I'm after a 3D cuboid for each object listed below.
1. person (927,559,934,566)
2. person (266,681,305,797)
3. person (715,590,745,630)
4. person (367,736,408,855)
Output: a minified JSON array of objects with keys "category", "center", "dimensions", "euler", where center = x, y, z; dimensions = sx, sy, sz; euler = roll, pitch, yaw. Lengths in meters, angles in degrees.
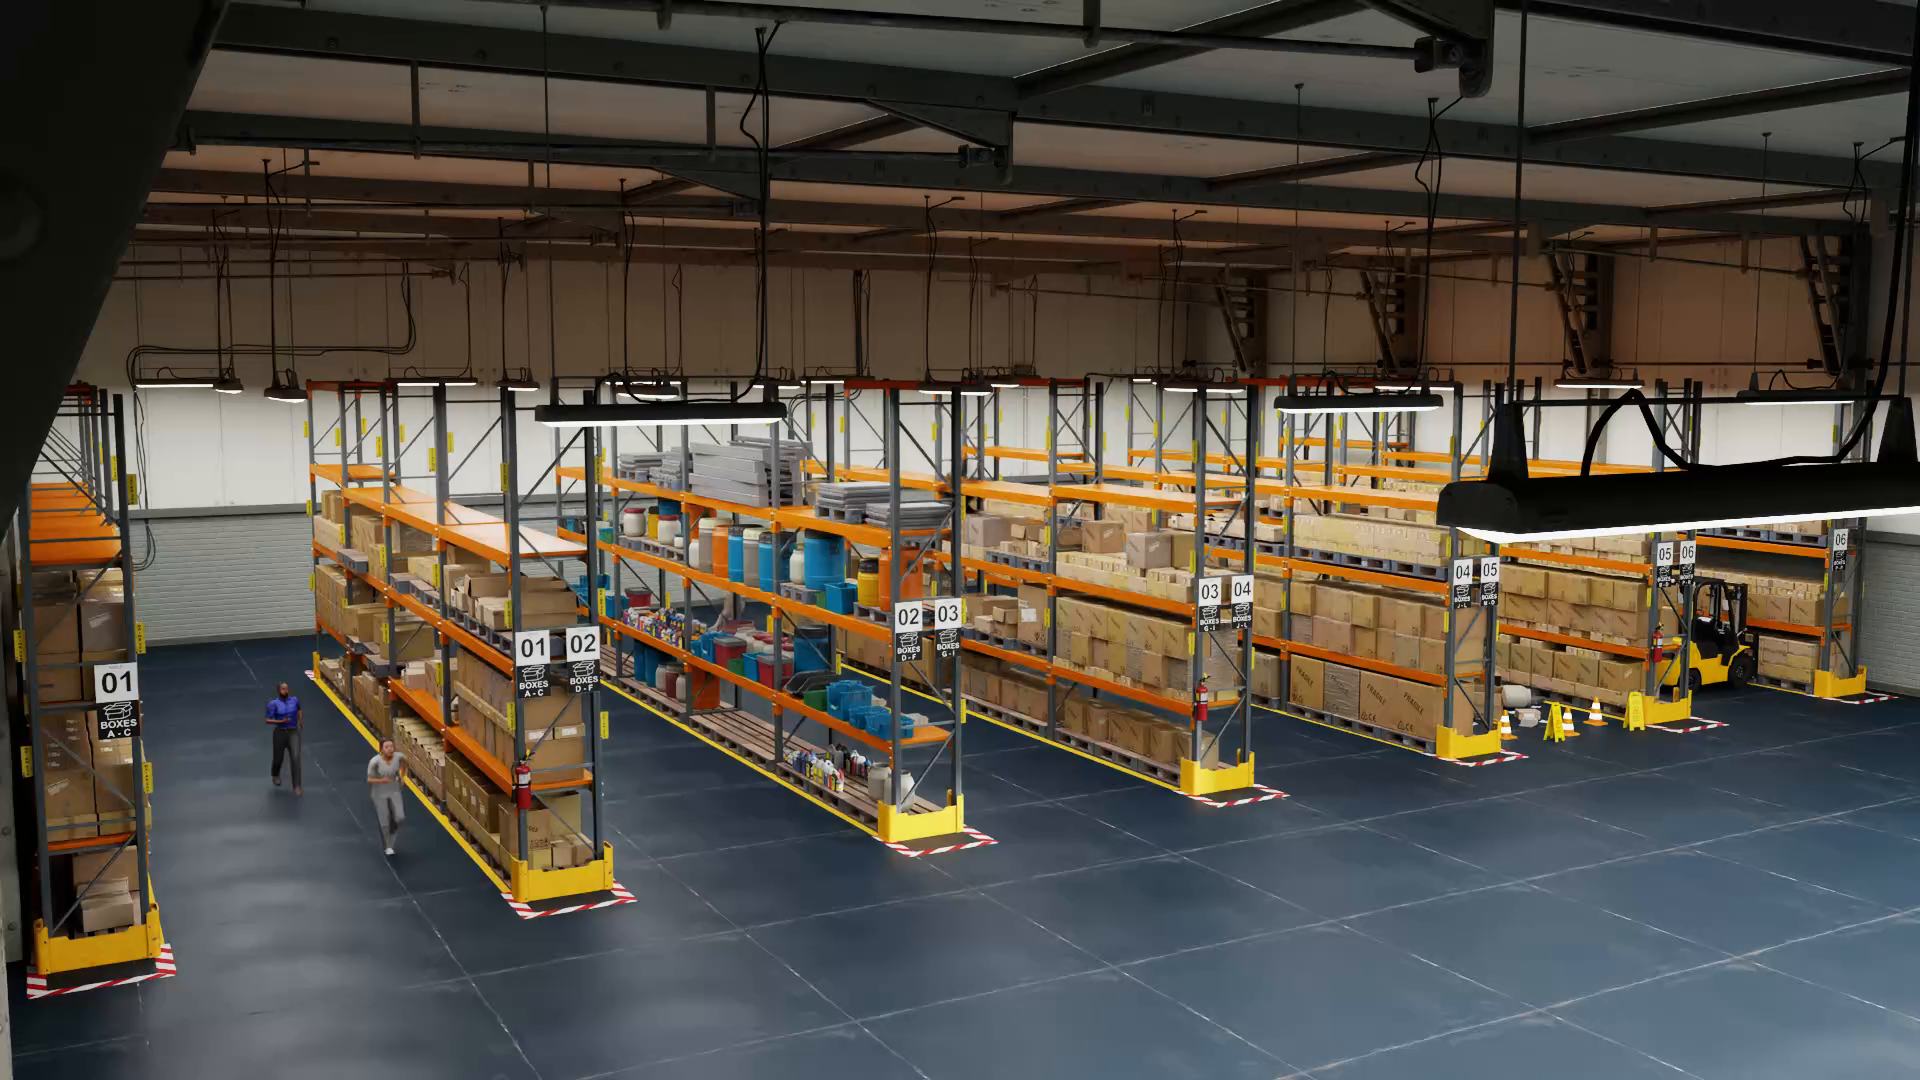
[{"category":"person","center":[-0.795,1.234,40.450],"dimensions":[0.626,1.599,0.573],"euler":[0,6,-1]},{"category":"person","center":[-9.917,2.894,24.473],"dimensions":[0.575,1.632,0.938],"euler":[-4,7,-35]},{"category":"person","center":[-5.387,1.309,39.241],"dimensions":[0.872,1.718,0.677],"euler":[-1,6,-13]},{"category":"person","center":[-7.273,3.273,21.205],"dimensions":[0.554,1.595,0.734],"euler":[-3,7,-29]}]
